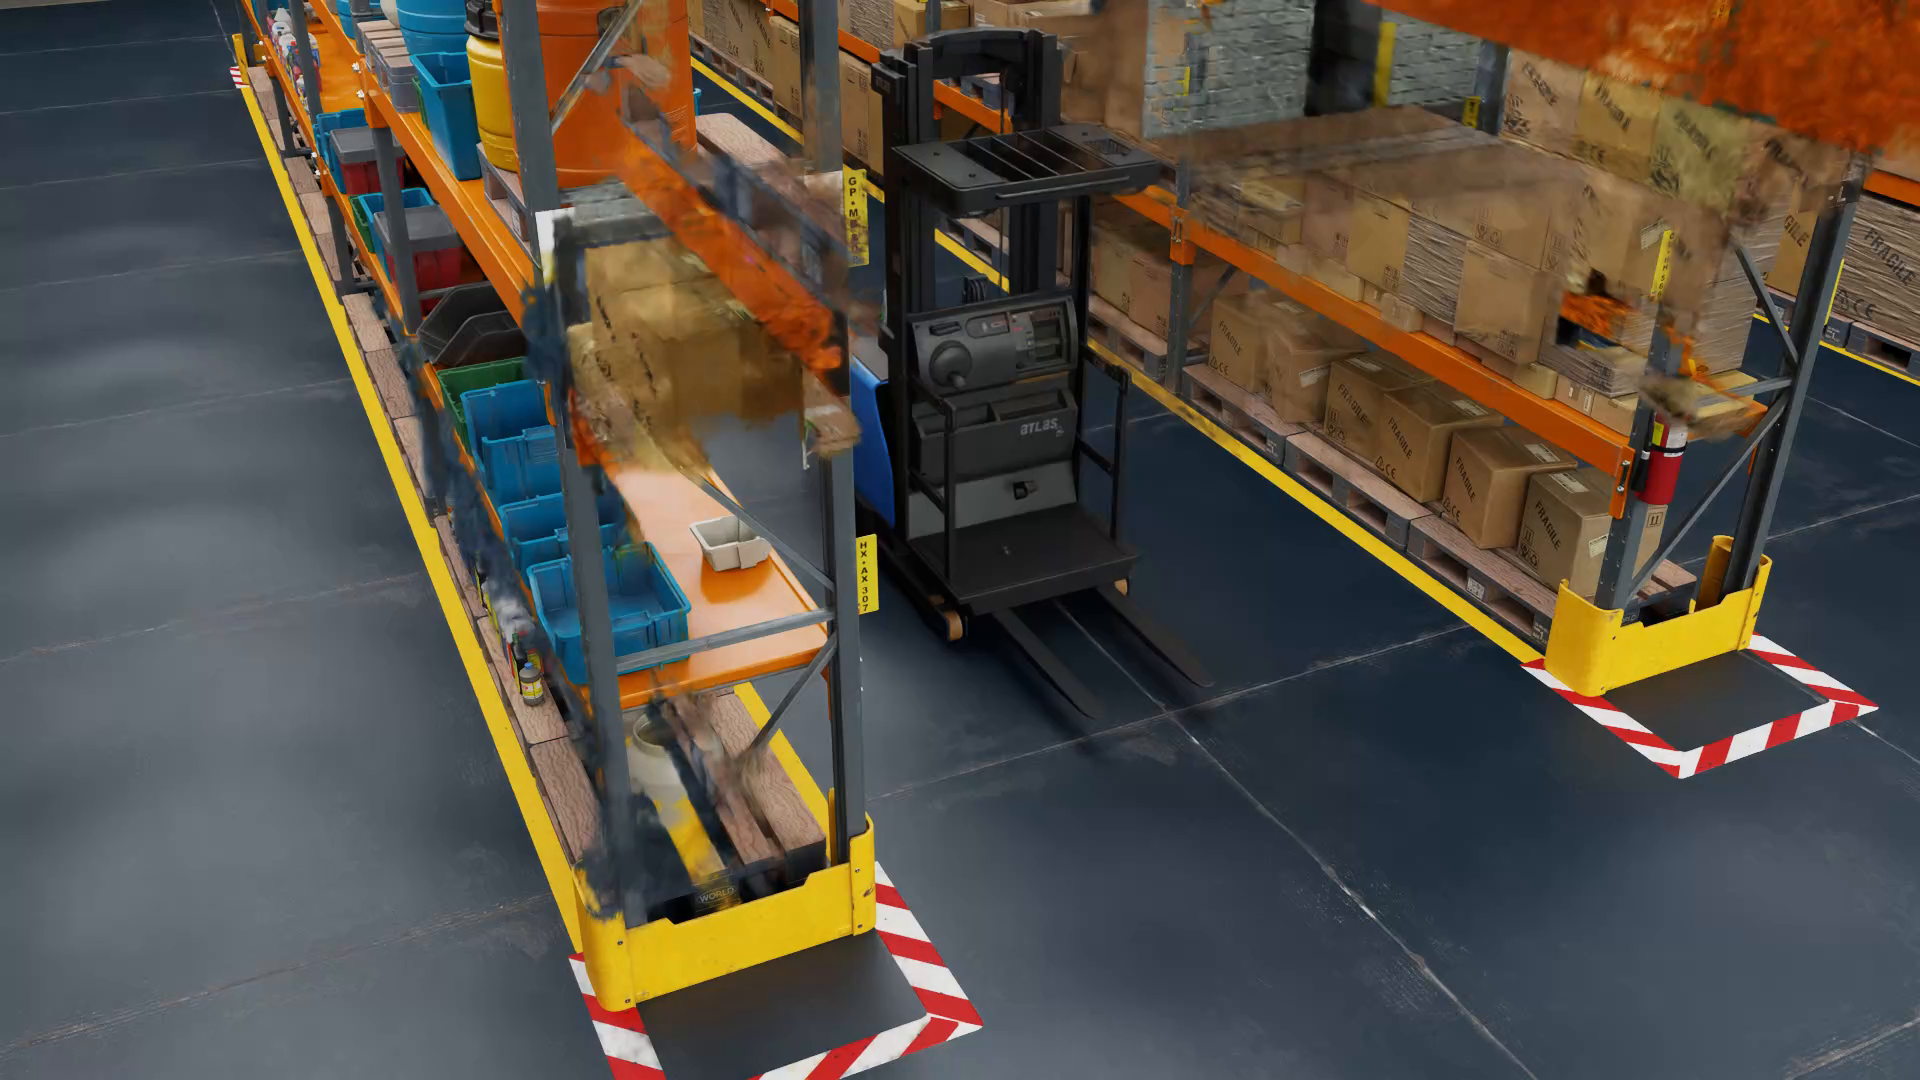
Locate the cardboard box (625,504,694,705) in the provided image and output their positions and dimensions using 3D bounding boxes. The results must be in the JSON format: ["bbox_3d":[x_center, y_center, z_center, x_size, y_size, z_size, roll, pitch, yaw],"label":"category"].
[{"bbox_3d":[-2.900,-6.734,20.435,0.875,0.875,0.875,-13,32,-22],"label":"cardboard box"}]

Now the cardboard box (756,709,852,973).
[{"bbox_3d":[-2.128,-5.939,19.017,0.875,0.875,0.875,-13,32,-22],"label":"cardboard box"}]

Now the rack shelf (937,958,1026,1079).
[{"bbox_3d":[-0.672,-4.779,15.941,1.077,0.370,4.000,-13,32,-22],"label":"rack shelf"}]

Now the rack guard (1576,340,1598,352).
[{"bbox_3d":[1.308,-7.616,22.821,1.175,0.500,0.348,-13,32,-22],"label":"rack guard"}]

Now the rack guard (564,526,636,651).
[{"bbox_3d":[-3.258,-6.664,21.122,1.175,0.500,0.348,-13,32,-22],"label":"rack guard"}]

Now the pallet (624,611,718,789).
[{"bbox_3d":[-2.834,-6.190,20.573,1.003,0.211,1.213,-13,32,-22],"label":"pallet"}]

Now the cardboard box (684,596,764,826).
[{"bbox_3d":[-2.510,-6.332,19.718,0.875,0.875,0.875,-13,32,-22],"label":"cardboard box"}]

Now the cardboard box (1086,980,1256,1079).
[{"bbox_3d":[-1.342,-5.542,16.465,0.500,0.500,0.500,-13,32,-22],"label":"cardboard box"}]

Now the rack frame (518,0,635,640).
[{"bbox_3d":[-3.247,-7.743,20.492,1.000,3.000,0.127,-13,32,-22],"label":"rack frame"}]

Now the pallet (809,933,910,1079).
[{"bbox_3d":[-1.786,-5.112,18.651,1.003,0.211,1.213,-13,32,-22],"label":"pallet"}]

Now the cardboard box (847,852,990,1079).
[{"bbox_3d":[-1.741,-5.541,18.308,0.875,0.875,0.875,-13,32,-22],"label":"cardboard box"}]

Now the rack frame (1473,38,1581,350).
[{"bbox_3d":[1.276,-8.740,22.269,1.000,3.000,0.127,-13,32,-22],"label":"rack frame"}]

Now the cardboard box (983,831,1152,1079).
[{"bbox_3d":[-1.559,-5.764,16.860,0.500,0.500,0.500,-13,32,-22],"label":"cardboard box"}]

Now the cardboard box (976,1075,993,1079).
[{"bbox_3d":[-1.237,-4.954,17.261,1.225,0.875,0.875,-13,32,-22],"label":"cardboard box"}]

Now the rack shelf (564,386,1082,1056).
[{"bbox_3d":[-2.389,-6.546,19.092,1.077,0.370,4.000,-13,32,-22],"label":"rack shelf"}]

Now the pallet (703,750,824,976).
[{"bbox_3d":[-2.314,-5.652,19.614,1.003,0.211,1.213,-13,32,-22],"label":"pallet"}]

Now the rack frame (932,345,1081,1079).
[{"bbox_3d":[-1.530,-5.976,17.341,1.000,3.000,0.127,-13,32,-22],"label":"rack frame"}]
